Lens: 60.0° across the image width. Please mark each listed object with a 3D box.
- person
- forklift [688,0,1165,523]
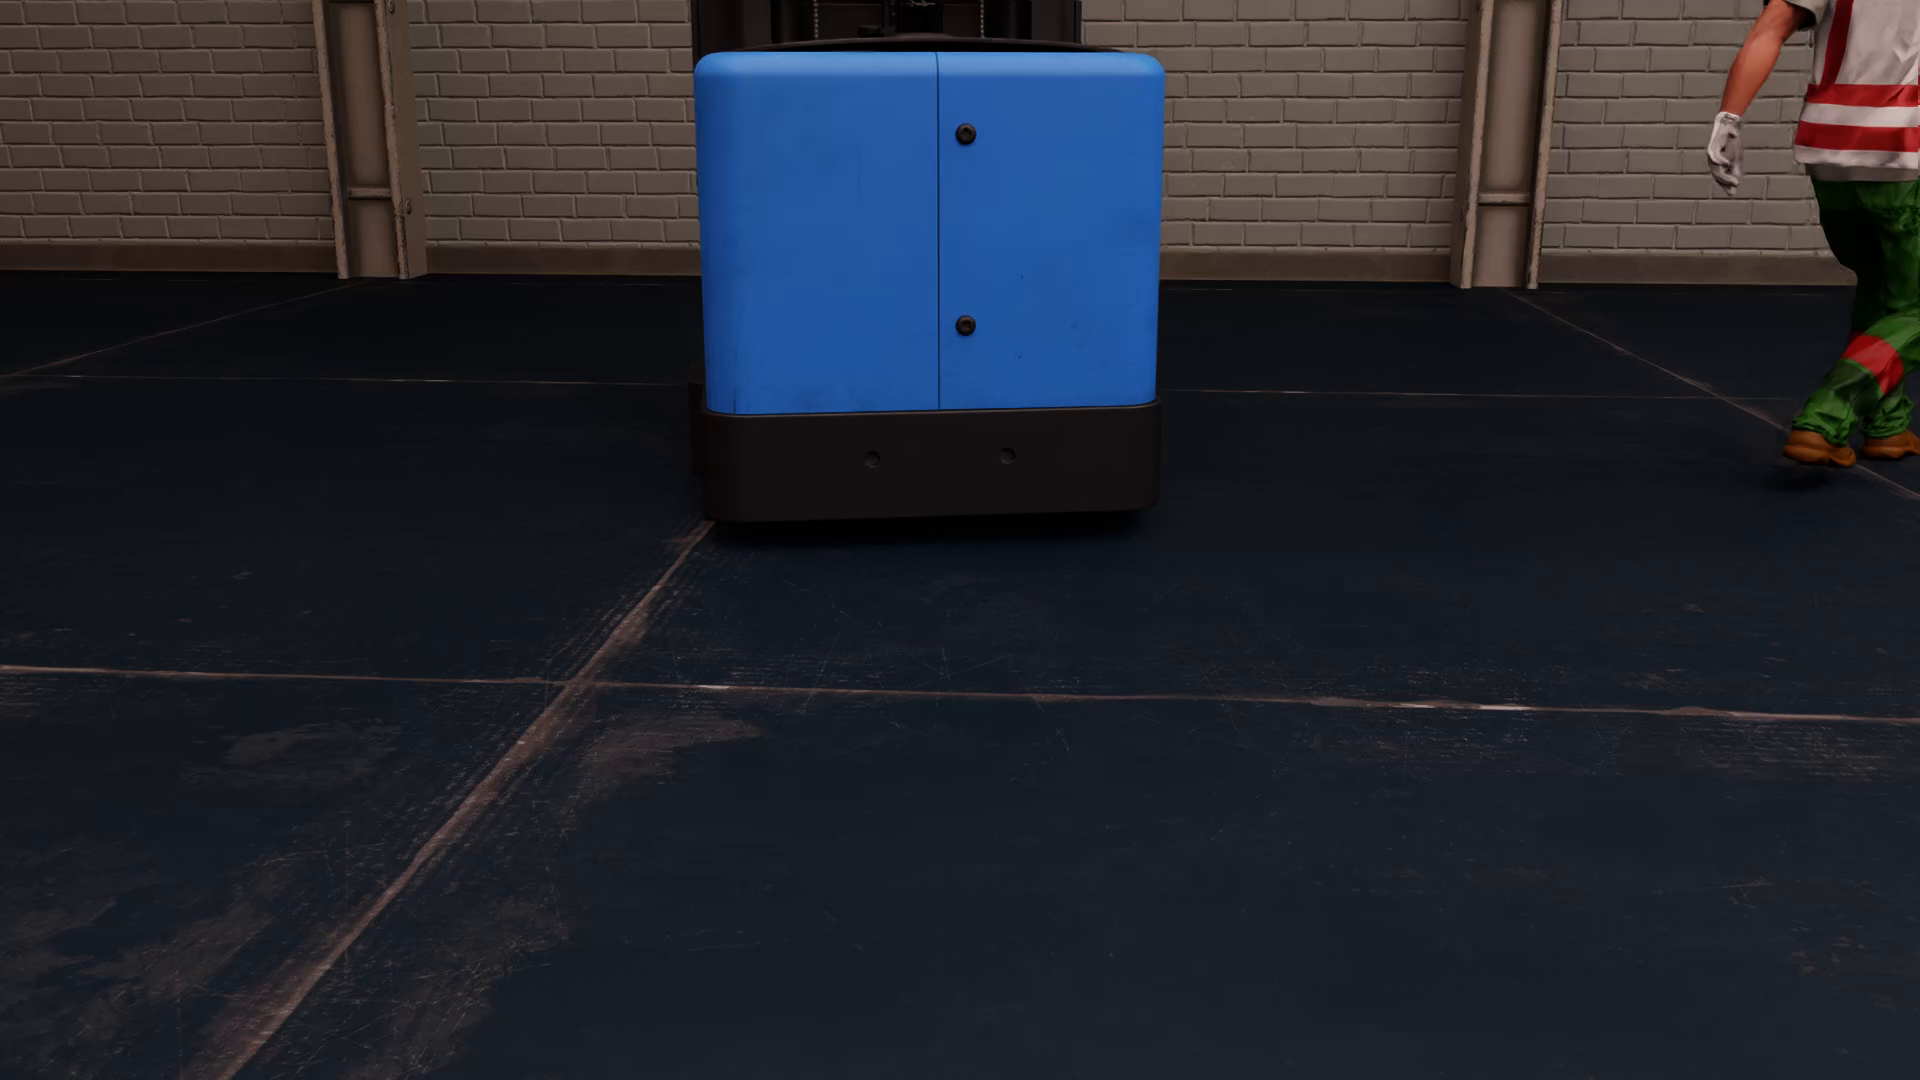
[{"bbox_3d":[2.405,-1.001,4.329,0.936,1.700,0.569,-13,20,-39],"label":"person"},{"bbox_3d":[-0.235,-1.790,4.813,1.130,2.935,3.031,-2,15,-7],"label":"forklift"}]
